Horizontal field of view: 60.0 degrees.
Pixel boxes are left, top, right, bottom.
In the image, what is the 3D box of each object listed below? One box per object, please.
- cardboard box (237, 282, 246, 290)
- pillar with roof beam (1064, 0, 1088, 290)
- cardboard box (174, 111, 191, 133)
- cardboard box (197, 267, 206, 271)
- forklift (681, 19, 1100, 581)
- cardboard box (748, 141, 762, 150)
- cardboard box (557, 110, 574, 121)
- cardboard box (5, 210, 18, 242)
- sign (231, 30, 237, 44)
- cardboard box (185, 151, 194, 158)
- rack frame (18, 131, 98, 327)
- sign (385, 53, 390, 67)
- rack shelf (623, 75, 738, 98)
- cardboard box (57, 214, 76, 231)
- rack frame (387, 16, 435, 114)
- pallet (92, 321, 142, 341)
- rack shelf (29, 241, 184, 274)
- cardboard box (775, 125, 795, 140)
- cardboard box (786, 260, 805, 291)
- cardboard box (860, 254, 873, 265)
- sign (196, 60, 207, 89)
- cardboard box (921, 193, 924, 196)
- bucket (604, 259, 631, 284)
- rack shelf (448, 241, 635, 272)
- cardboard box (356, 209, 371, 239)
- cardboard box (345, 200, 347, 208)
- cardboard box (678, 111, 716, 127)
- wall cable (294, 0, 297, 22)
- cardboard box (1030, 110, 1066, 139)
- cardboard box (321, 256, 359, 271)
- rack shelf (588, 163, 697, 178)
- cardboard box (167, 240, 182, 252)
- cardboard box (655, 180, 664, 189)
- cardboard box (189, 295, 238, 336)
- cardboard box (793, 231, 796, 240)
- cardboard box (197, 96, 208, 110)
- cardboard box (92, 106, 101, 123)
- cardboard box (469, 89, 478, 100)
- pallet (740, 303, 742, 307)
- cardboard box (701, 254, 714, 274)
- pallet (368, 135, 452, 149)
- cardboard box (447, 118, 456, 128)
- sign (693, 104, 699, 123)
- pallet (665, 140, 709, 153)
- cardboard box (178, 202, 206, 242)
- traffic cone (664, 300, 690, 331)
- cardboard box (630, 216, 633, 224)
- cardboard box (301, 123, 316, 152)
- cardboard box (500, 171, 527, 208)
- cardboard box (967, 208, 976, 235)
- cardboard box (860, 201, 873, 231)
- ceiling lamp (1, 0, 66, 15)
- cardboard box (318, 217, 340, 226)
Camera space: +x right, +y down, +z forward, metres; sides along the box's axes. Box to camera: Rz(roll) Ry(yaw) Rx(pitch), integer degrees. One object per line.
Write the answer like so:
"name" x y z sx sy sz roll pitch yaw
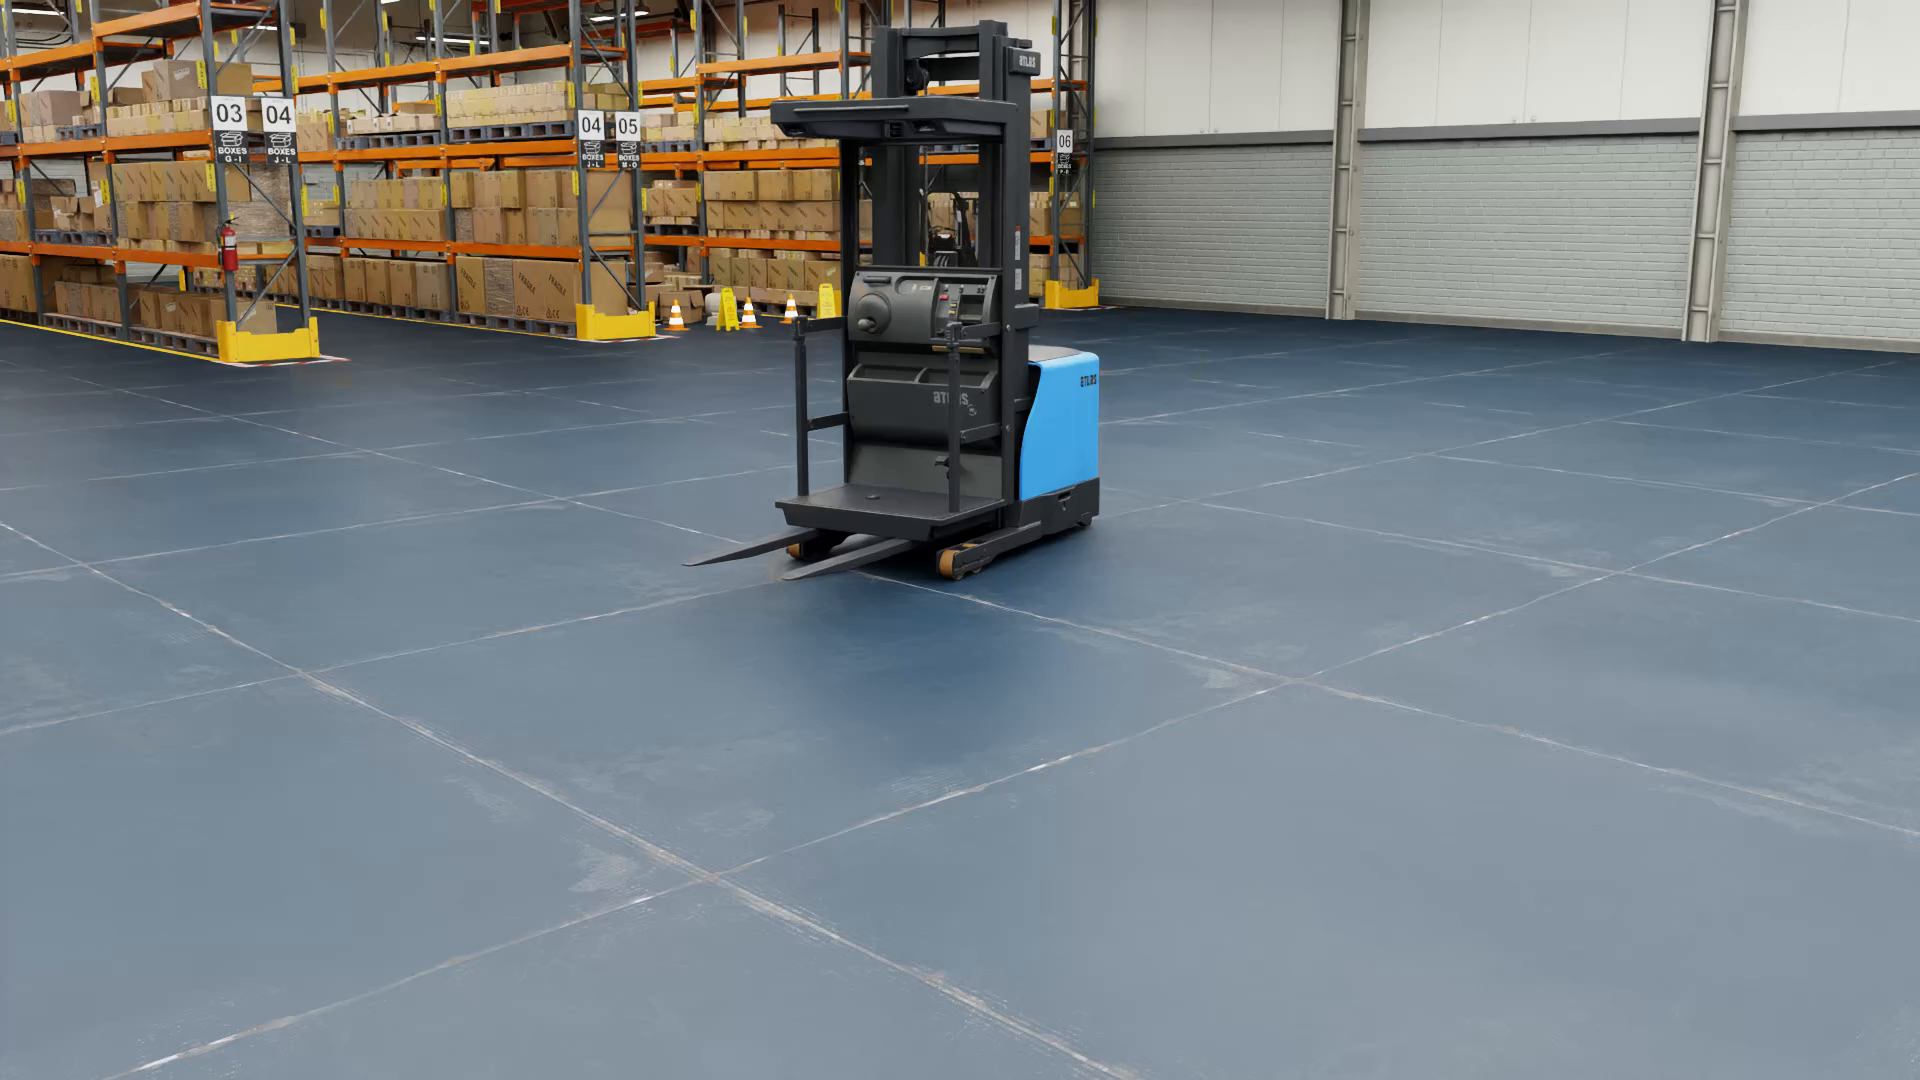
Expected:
"cardboard box" -14.178 -5.081 33.164 0.250 0.149 0.380 11 16 43
"pillar with roof beam" -0.871 -8.394 28.352 9.100 9.000 0.400 -11 16 -43
"cardboard box" -9.546 -5.258 20.938 0.500 0.250 0.500 -11 16 -42
"cardboard box" -15.600 -5.665 34.526 0.380 0.149 0.250 -11 16 -43
"forklift" -0.321 -1.327 9.088 1.130 2.935 3.031 7 13 30
"cardboard box" -3.413 -6.786 28.604 0.380 0.149 0.250 -11 16 -44
"cardboard box" -5.500 -6.033 23.664 0.380 0.149 0.250 -11 16 -43
"cardboard box" -15.068 -5.083 26.900 0.500 0.500 0.500 -11 16 -43
"sign" -13.718 -9.544 31.426 0.100 0.325 0.005 -11 16 -43
"cardboard box" -15.589 -7.984 34.167 0.500 0.250 0.500 -10 15 -41
"rack frame" -14.208 -4.923 26.371 1.000 3.000 0.127 -11 16 -43
"sign" -12.970 -10.868 37.654 0.100 0.325 0.005 -11 16 -43
"rack shelf" -5.659 -8.402 31.165 1.077 0.370 4.000 -11 16 -43
"cardboard box" -13.216 -4.778 25.001 0.500 0.250 0.500 11 16 44
"rack frame" -12.565 -10.409 38.135 1.000 3.000 0.127 -11 16 -43
"pallet" -11.984 -3.086 24.369 1.003 0.211 1.213 -11 16 -43
"rack shelf" -12.826 -4.278 25.027 1.077 0.370 4.000 -11 16 -43
"cardboard box" -2.772 -6.863 27.991 0.500 0.250 0.500 -10 16 -41
"cardboard box" -2.620 -4.518 28.325 0.500 0.500 0.500 -10 15 -40
"cardboard box" -1.589 -5.643 34.714 0.875 0.625 0.625 -11 16 -43
"sign" -9.098 -5.583 19.951 0.100 0.325 0.005 -11 16 -43
"cardboard box" -0.685 -6.836 33.068 0.380 0.149 0.250 -10 16 -41
"bucket" -6.027 -4.458 28.460 0.726 0.611 0.620 -5 3 -23
"rack shelf" -6.407 -4.371 25.476 1.077 0.370 4.000 -11 16 -43
"cardboard box" -10.082 -5.471 28.785 0.500 0.500 0.500 -11 16 -43
"cardboard box" -11.083 -6.143 30.401 0.380 0.149 0.250 -11 16 -43
"cardboard box" -4.770 -7.633 30.184 0.500 0.250 0.500 -10 16 -41
"wall cable" -17.453 -14.286 40.598 2.355 3.000 0.029 -11 16 -43
"cardboard box" 1.590 -7.632 30.550 0.500 0.500 0.500 -10 15 -41
"cardboard box" -11.212 -5.011 30.095 0.500 0.250 0.500 11 16 44
"rack shelf" -7.596 -8.988 40.454 1.077 0.370 4.000 -11 16 -43
"cardboard box" -10.141 -3.849 21.783 0.380 0.149 0.250 -11 16 -43
"cardboard box" -5.452 -6.609 30.924 0.250 0.149 0.380 11 16 43
"cardboard box" -9.958 -3.006 22.224 0.500 0.500 0.500 -9 15 -37
"cardboard box" -2.620 -5.190 28.291 0.380 0.149 0.250 -11 16 -42
"cardboard box" -9.100 -5.343 20.362 0.380 0.149 0.250 -11 16 -43
"cardboard box" -12.167 -6.071 23.804 0.396 0.266 0.258 -10 15 -41
"cardboard box" -7.255 -6.795 25.383 0.380 0.149 0.250 -11 16 -43
"pallet" -4.816 -4.467 31.072 1.003 0.211 1.213 -11 16 -43
"cardboard box" -5.669 -6.383 38.612 0.500 0.500 0.500 -11 16 -43
"pallet" -9.293 -6.726 28.160 1.003 0.211 1.213 -10 15 -40
"cardboard box" -7.783 -6.515 26.003 0.380 0.149 0.250 -11 16 -43
"sign" -4.677 -7.557 29.468 0.100 0.325 0.005 -11 16 -43
"pallet" -4.627 -7.202 30.466 1.213 0.211 1.003 -11 16 -43
"cardboard box" -9.475 -4.090 21.345 0.875 0.500 0.500 -11 16 -43
"traffic cone" -4.365 -3.464 25.580 0.336 0.463 0.334 -11 16 -43
"cardboard box" -6.226 -6.153 31.926 0.380 0.149 0.250 -10 15 -39
"cardboard box" -11.483 -7.236 29.919 0.500 0.500 0.500 -11 16 -43
"cardboard box" -6.449 -5.321 25.255 0.875 0.550 0.500 -11 16 -43
"cardboard box" 0.481 -6.136 32.013 0.500 0.500 0.500 -11 16 -42
"cardboard box" -1.642 -5.438 27.890 0.500 0.500 0.500 -11 16 -43
"ceiling lamp" -19.752 -12.632 34.460 2.000 3.185 0.800 -11 16 -43
"cardboard box" -11.224 -5.690 29.676 0.380 0.149 0.250 -11 16 -42
